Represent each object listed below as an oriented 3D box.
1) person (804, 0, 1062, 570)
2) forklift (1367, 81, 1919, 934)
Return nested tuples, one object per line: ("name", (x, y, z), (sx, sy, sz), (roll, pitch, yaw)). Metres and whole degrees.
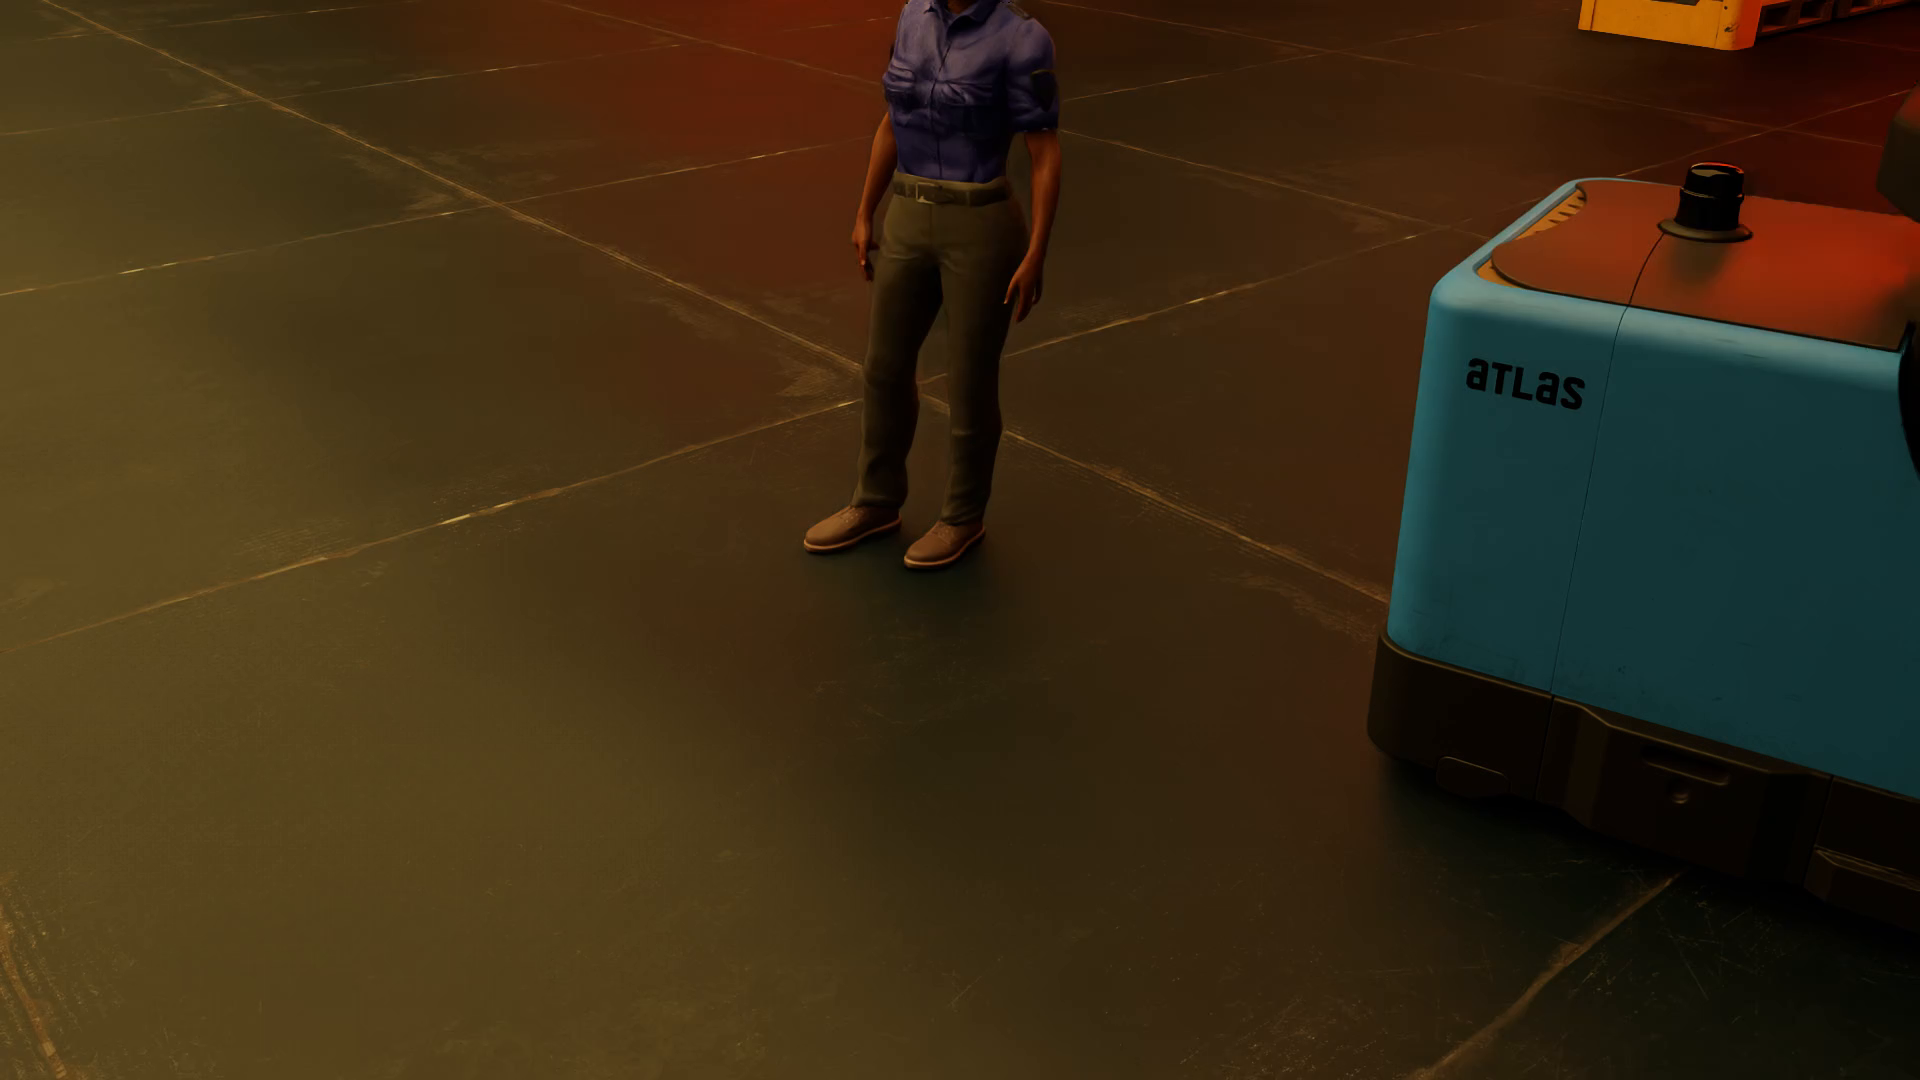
("person", (-0.064, -0.720, 4.090), (0.630, 1.658, 0.412), (15, 30, 28))
("forklift", (2.374, -0.648, 2.509), (3.031, 2.935, 1.130), (16, 31, 29))
